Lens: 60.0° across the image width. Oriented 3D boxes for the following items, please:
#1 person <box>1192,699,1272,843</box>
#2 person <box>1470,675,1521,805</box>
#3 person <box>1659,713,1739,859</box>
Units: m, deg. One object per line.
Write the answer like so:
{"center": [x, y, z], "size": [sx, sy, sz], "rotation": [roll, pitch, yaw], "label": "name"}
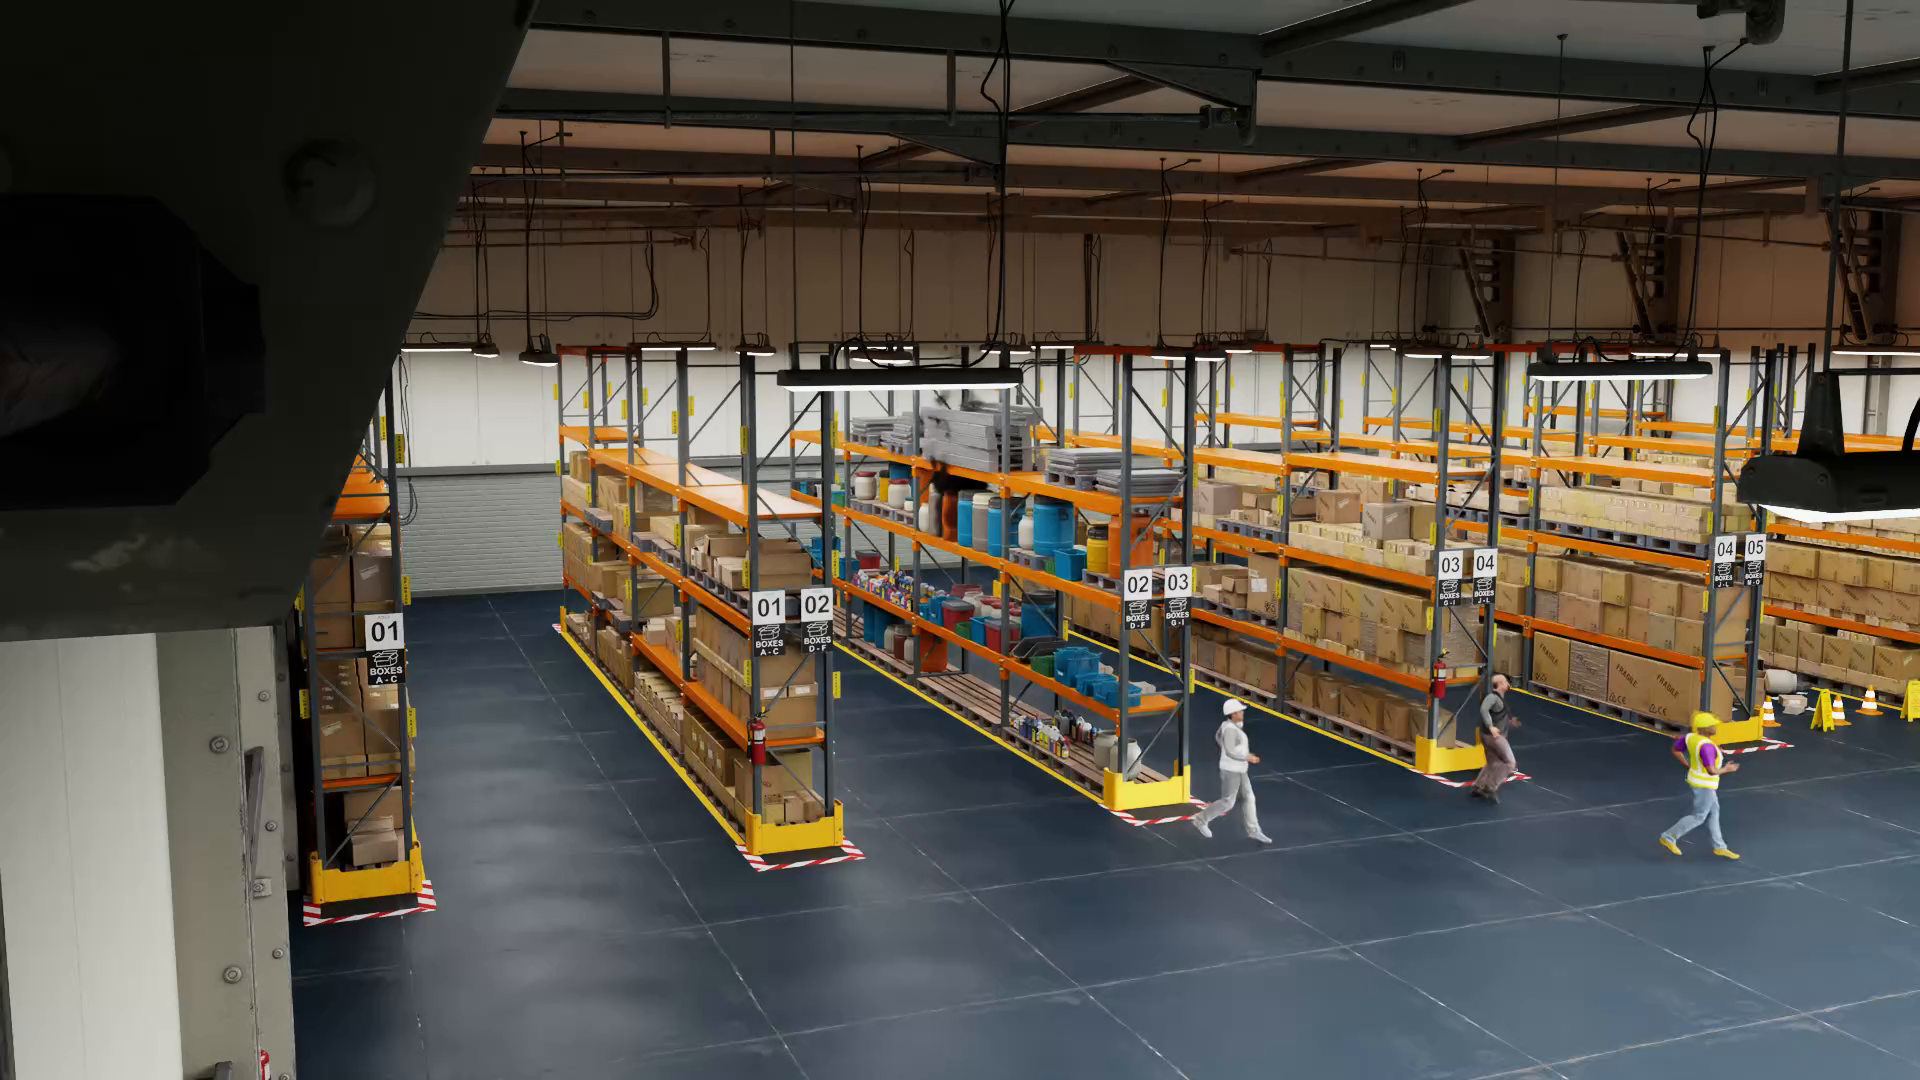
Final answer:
{"center": [3.385, 2.844, 20.547], "size": [0.974, 1.777, 0.695], "rotation": [2, 7, 14], "label": "person"}
{"center": [7.236, 2.674, 22.455], "size": [0.640, 1.686, 0.758], "rotation": [2, 7, 13], "label": "person"}
{"center": [8.826, 2.927, 19.752], "size": [0.962, 1.771, 0.695], "rotation": [1, 7, 8], "label": "person"}
